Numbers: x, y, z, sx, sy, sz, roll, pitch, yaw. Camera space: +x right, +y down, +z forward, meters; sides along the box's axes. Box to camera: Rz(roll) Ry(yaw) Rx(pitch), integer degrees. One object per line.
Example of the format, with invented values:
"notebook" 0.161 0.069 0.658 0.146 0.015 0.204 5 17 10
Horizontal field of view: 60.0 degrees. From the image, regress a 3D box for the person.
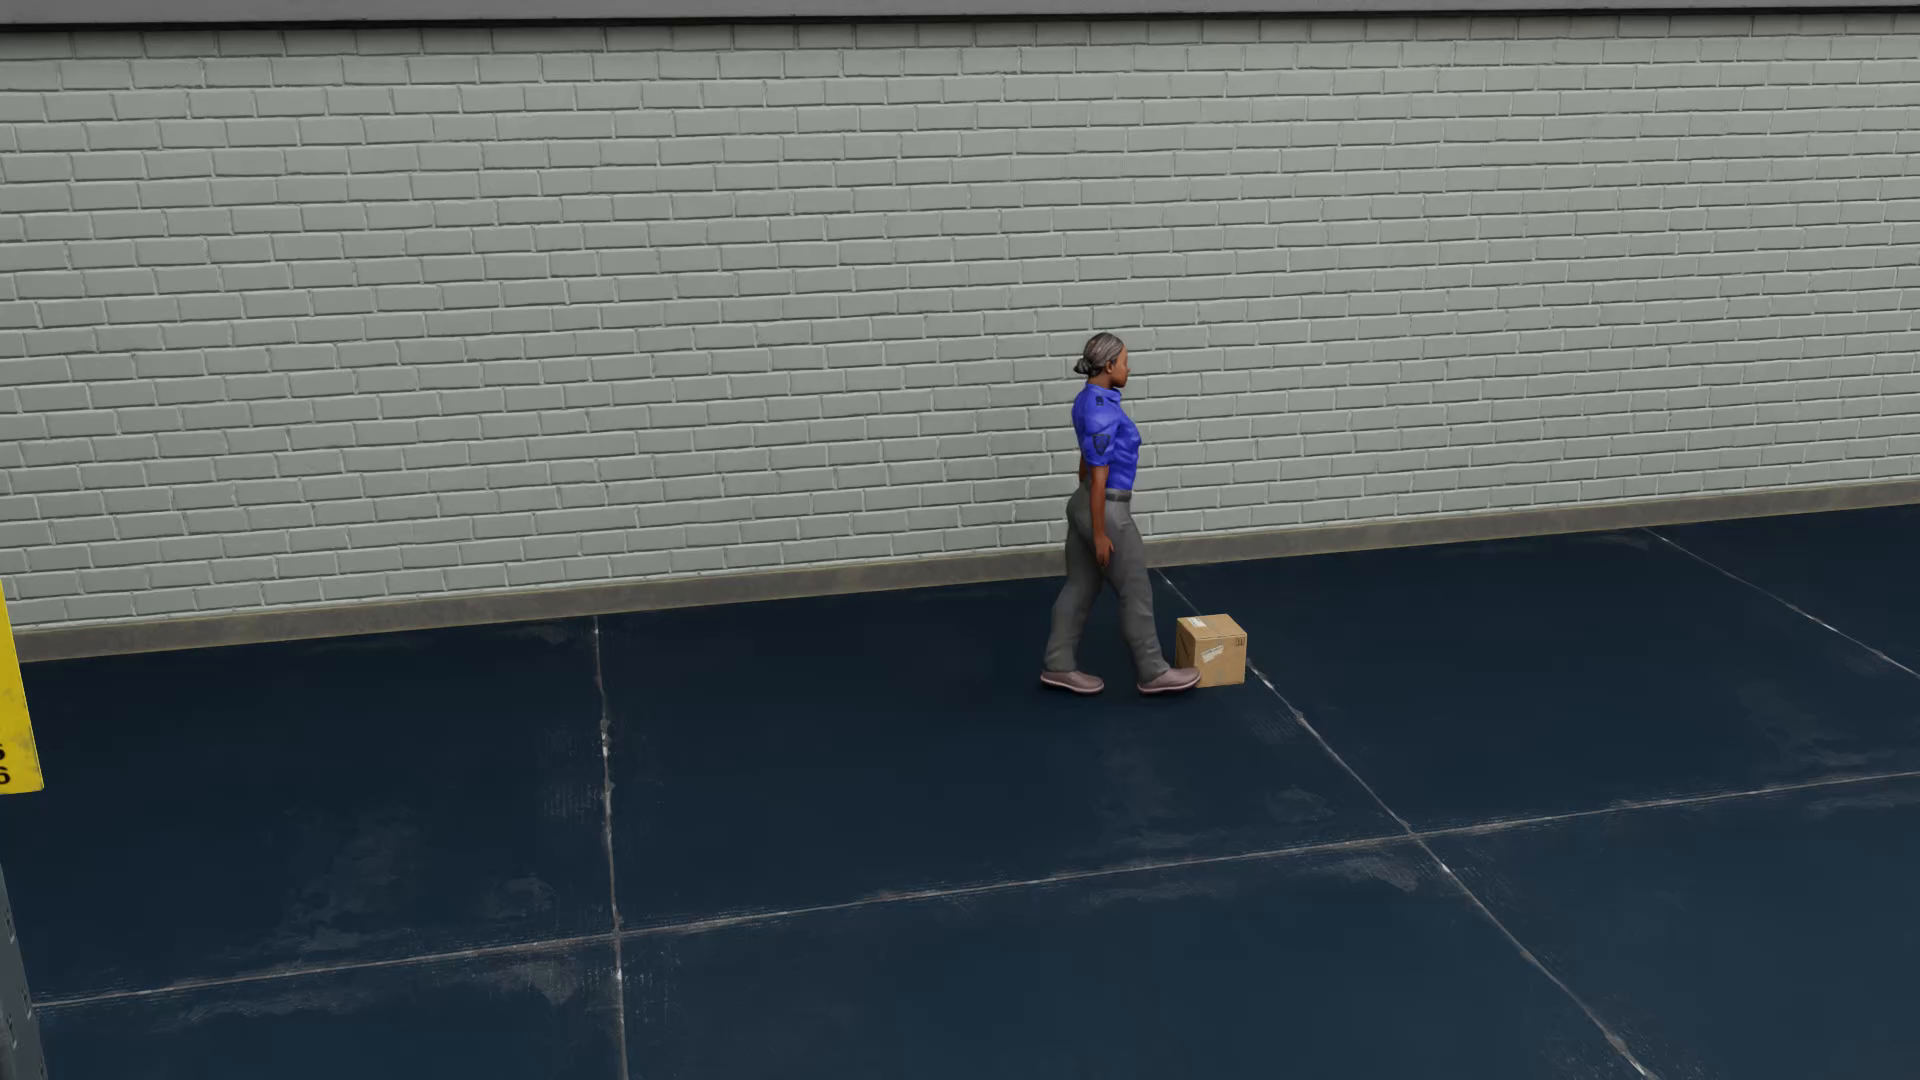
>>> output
"person" 0.730 -0.104 7.362 0.719 1.640 0.471 -2 20 -6
